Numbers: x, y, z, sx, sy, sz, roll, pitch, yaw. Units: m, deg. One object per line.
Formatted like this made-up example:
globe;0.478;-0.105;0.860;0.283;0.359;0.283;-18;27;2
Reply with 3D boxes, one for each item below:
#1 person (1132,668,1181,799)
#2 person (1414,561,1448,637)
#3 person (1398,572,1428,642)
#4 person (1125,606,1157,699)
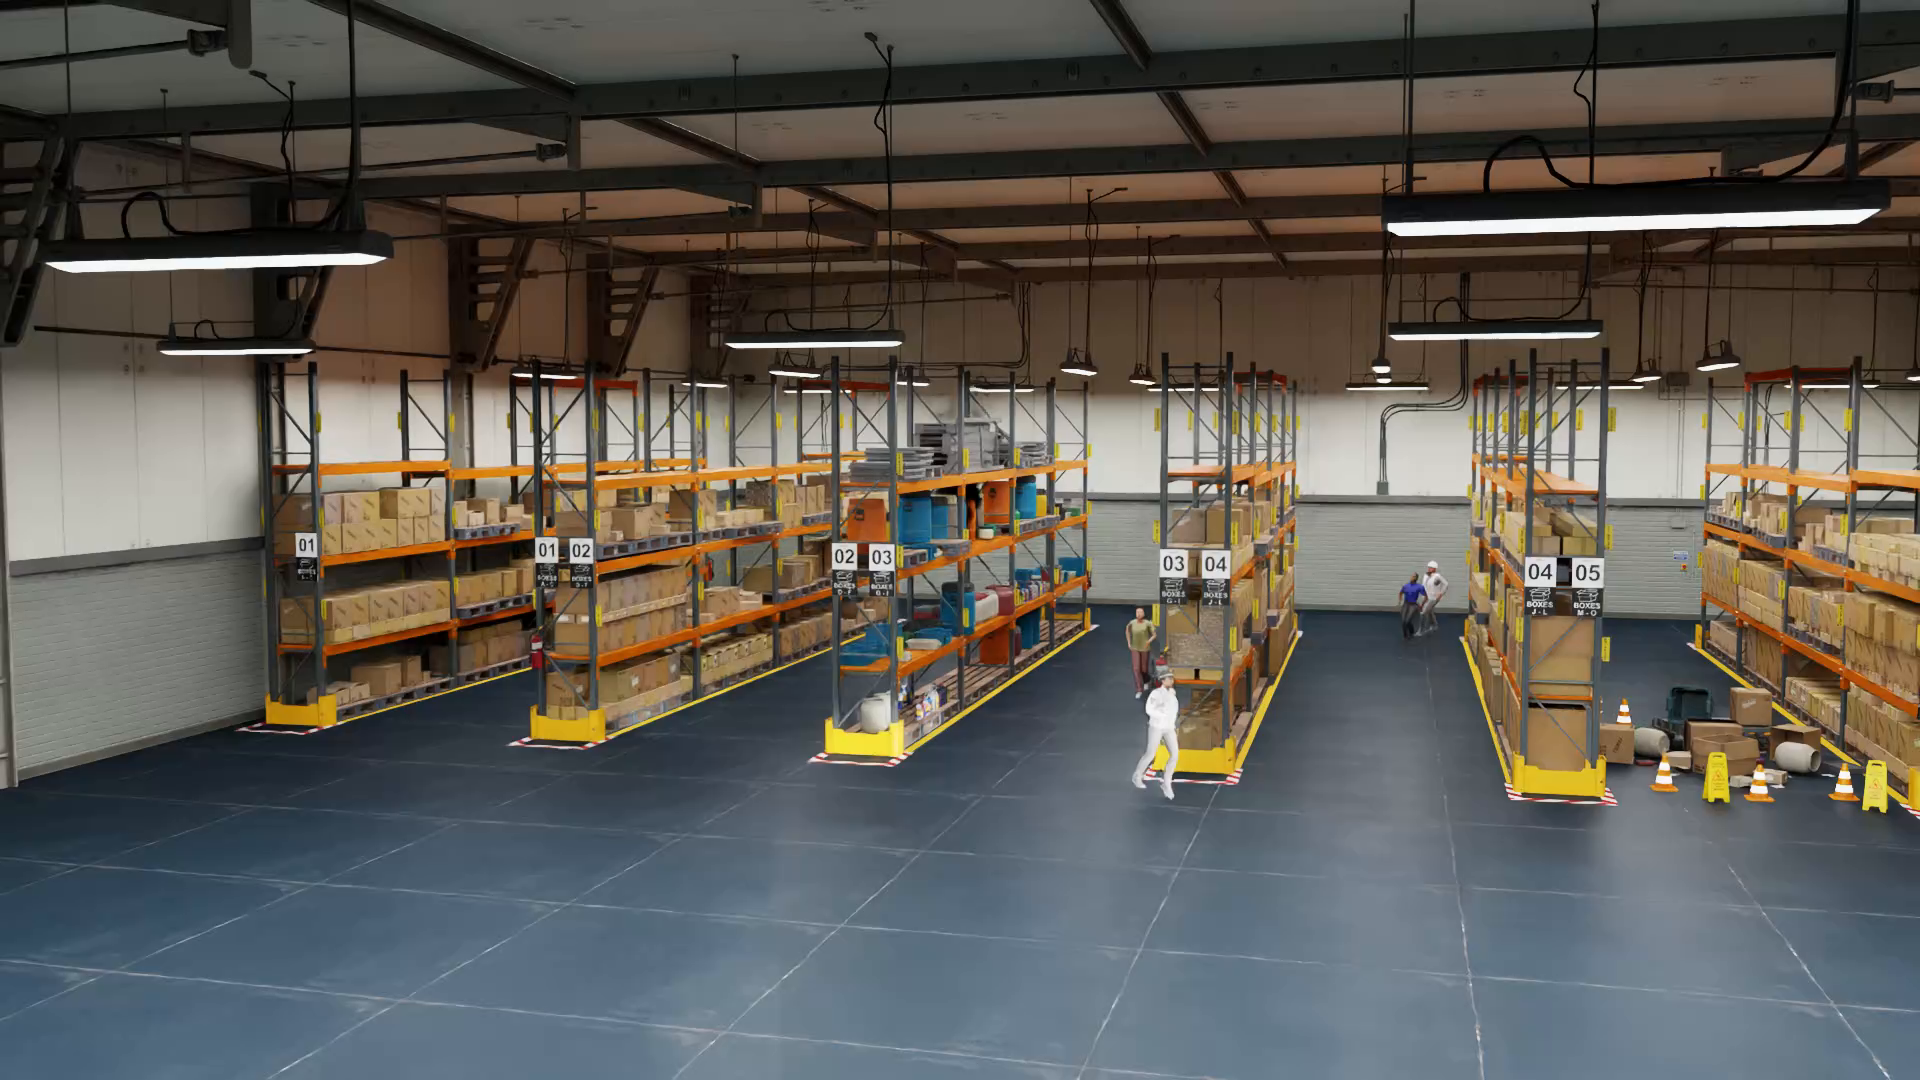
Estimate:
person;2.719;2.582;22.488;0.638;1.732;0.730;-3;5;-36
person;11.066;1.386;39.031;0.756;1.804;0.726;-1;4;-19
person;10.260;1.539;37.888;0.624;1.613;0.497;3;5;39
person;3.311;2.034;30.489;0.590;1.664;0.783;1;4;13
